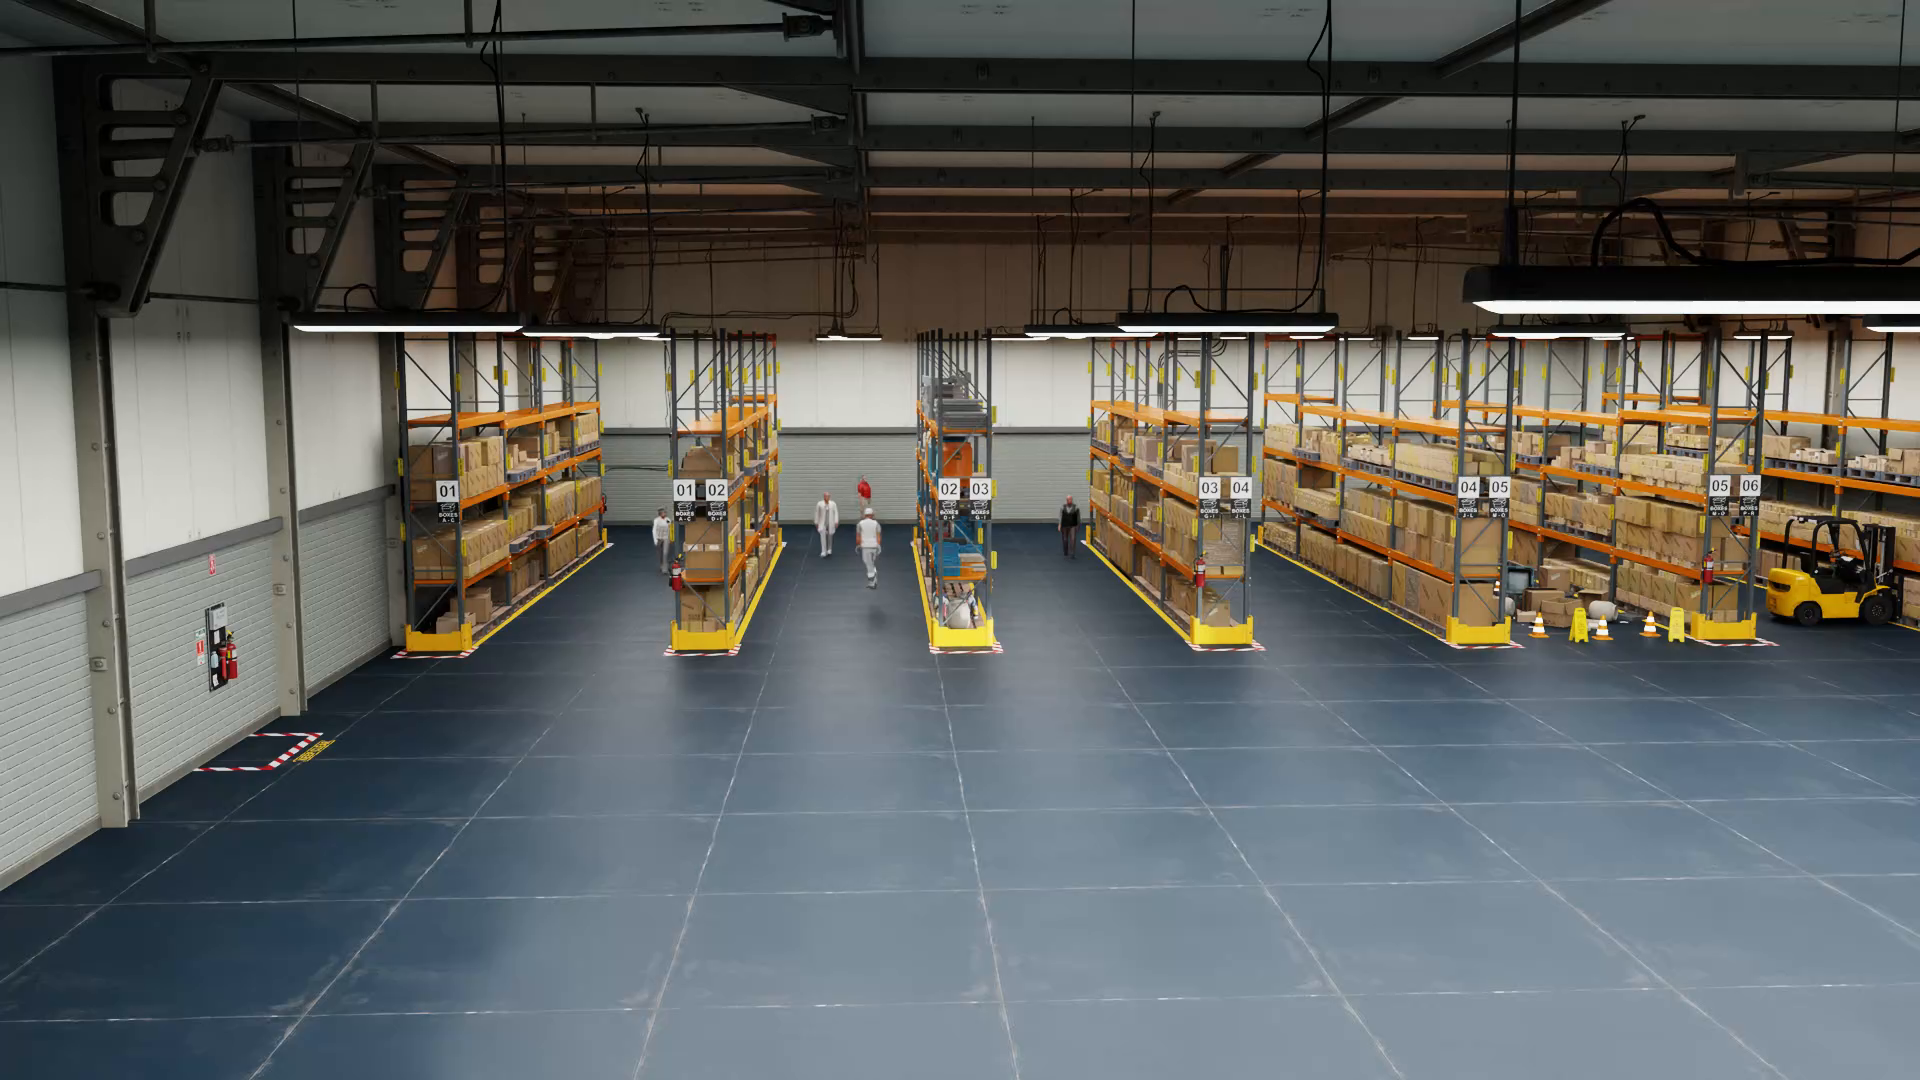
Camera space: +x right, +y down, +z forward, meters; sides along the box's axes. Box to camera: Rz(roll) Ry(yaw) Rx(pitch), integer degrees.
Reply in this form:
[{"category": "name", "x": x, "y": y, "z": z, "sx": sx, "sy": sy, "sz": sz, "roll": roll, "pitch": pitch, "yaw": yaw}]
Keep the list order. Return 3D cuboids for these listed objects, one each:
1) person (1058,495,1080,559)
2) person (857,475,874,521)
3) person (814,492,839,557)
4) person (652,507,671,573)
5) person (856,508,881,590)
[{"category": "person", "x": 2.925, "y": -0.353, "z": 44.486, "sx": 0.596, "sy": 1.686, "sz": 0.977, "roll": 0, "pitch": 7, "yaw": 2}, {"category": "person", "x": -2.878, "y": -1.128, "z": 50.804, "sx": 0.470, "sy": 1.739, "sz": 0.551, "roll": 1, "pitch": 7, "yaw": 10}, {"category": "person", "x": -3.594, "y": -0.434, "z": 44.748, "sx": 0.655, "sy": 1.721, "sz": 1.096, "roll": 0, "pitch": 7, "yaw": -3}, {"category": "person", "x": -7.494, "y": -0.018, "z": 41.801, "sx": 0.442, "sy": 1.634, "sz": 0.948, "roll": 0, "pitch": 7, "yaw": -1}, {"category": "person", "x": -2.034, "y": 0.224, "z": 36.871, "sx": 0.484, "sy": 1.865, "sz": 0.529, "roll": -6, "pitch": 9, "yaw": -44}]
